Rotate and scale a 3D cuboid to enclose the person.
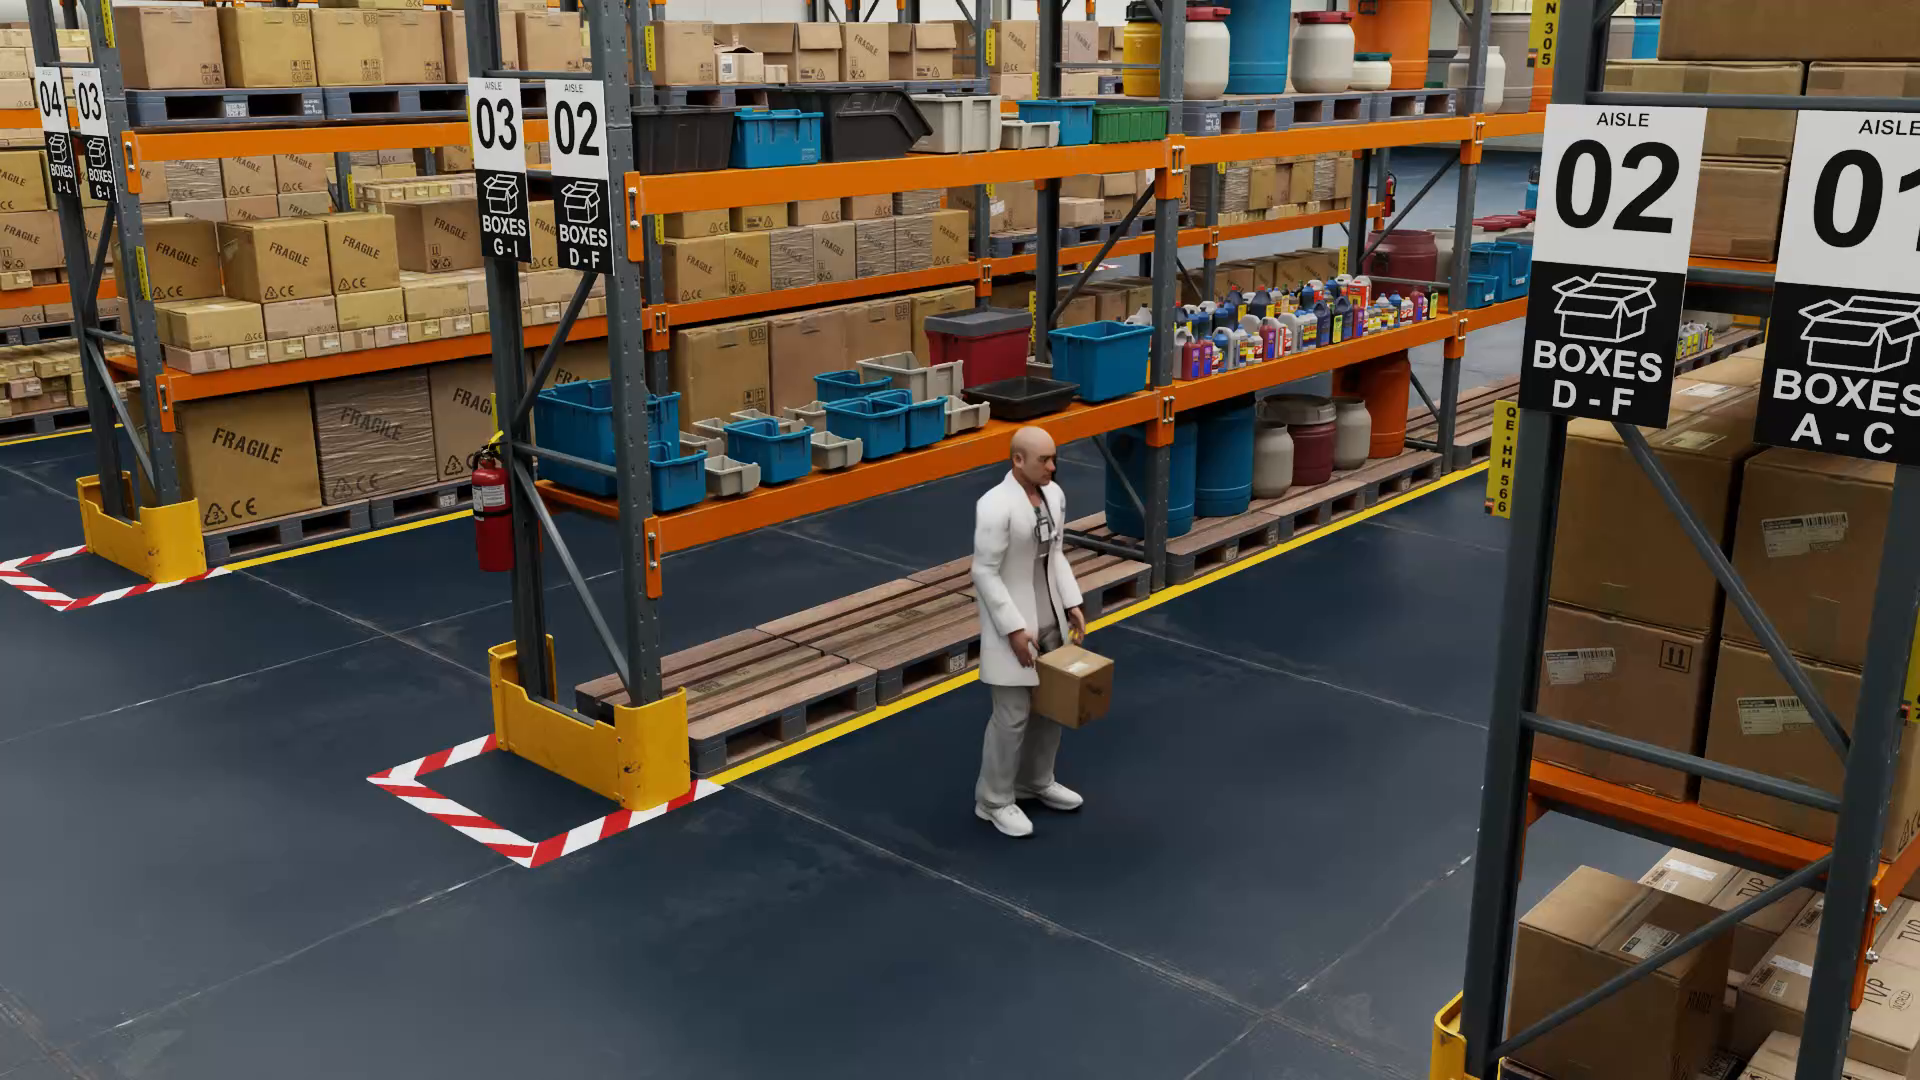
[{"bbox_3d":[0.298,0.373,7.313,0.424,1.779,0.586,14,21,38],"label":"person"}]
